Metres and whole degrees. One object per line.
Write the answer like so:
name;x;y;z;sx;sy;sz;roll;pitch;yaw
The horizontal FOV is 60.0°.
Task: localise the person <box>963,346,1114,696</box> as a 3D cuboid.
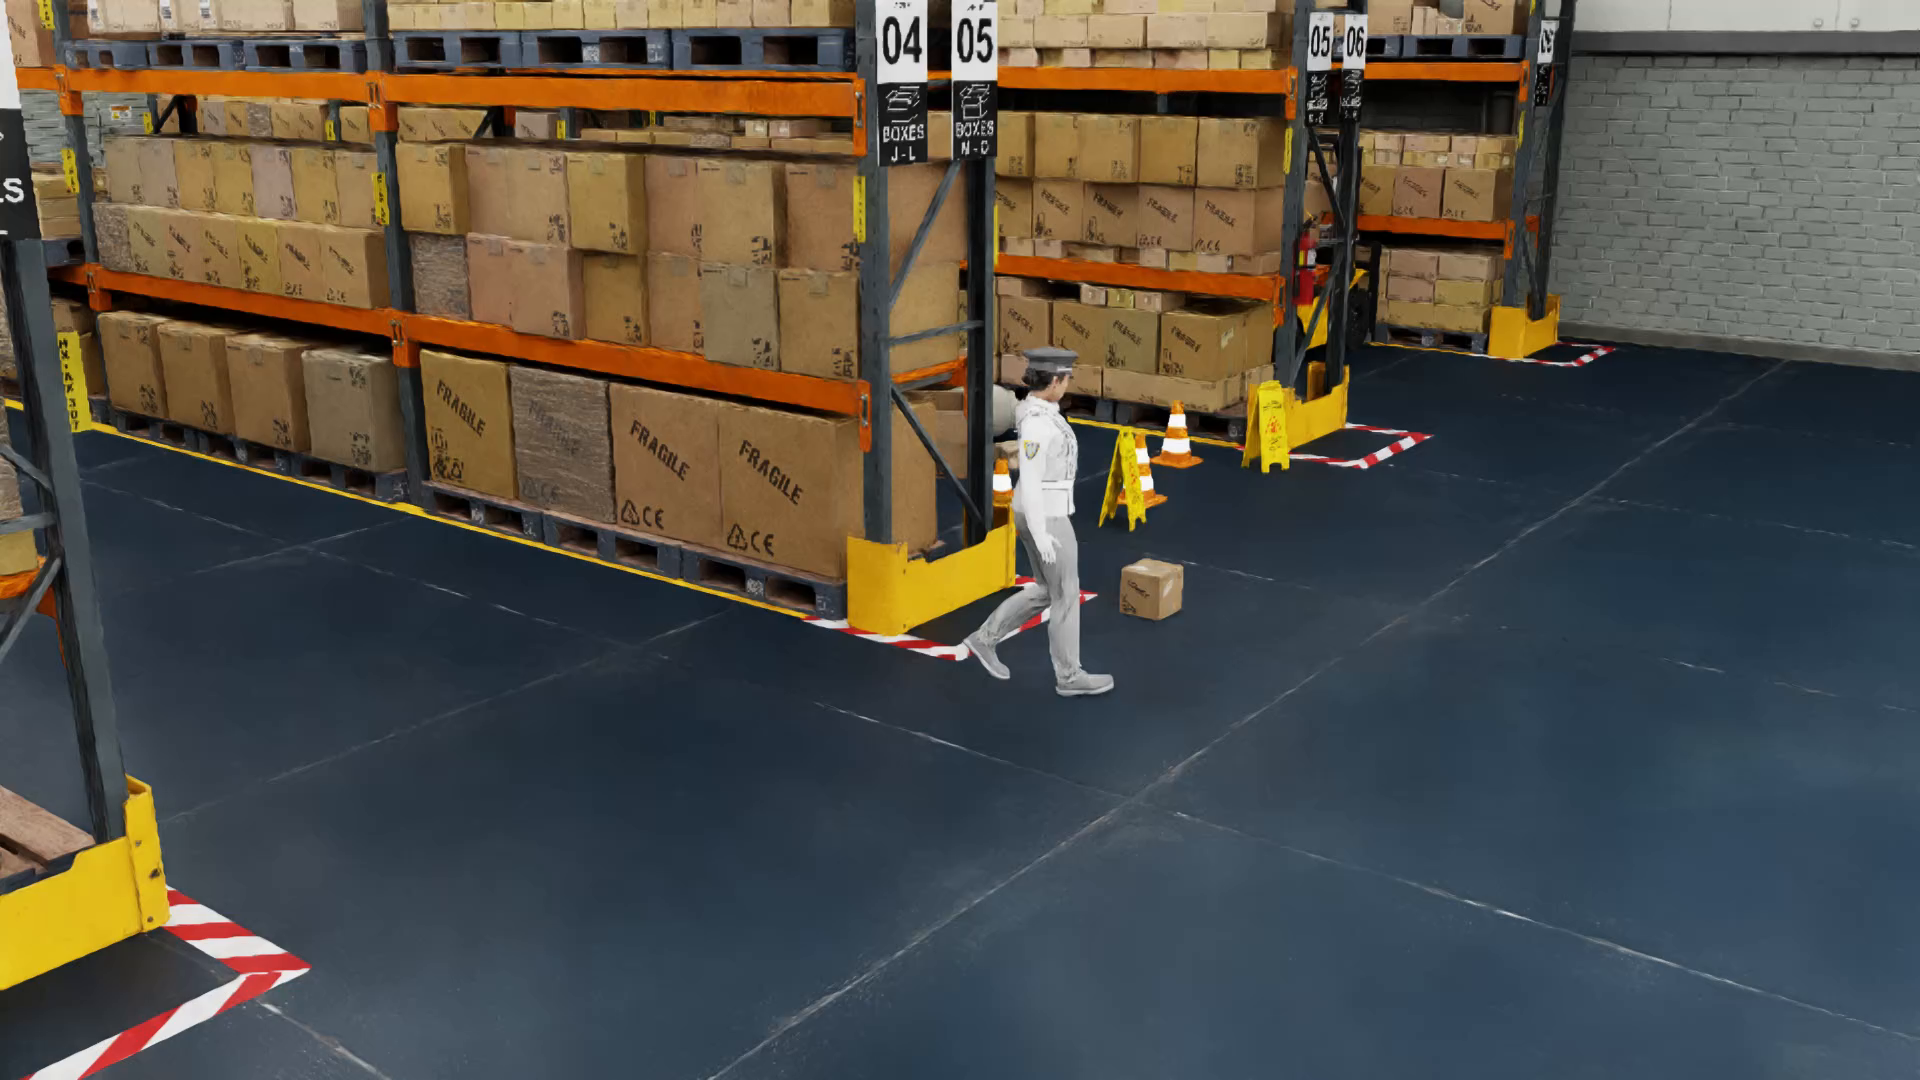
person;0.368;-0.093;7.839;0.698;1.640;0.534;-4;17;-12
